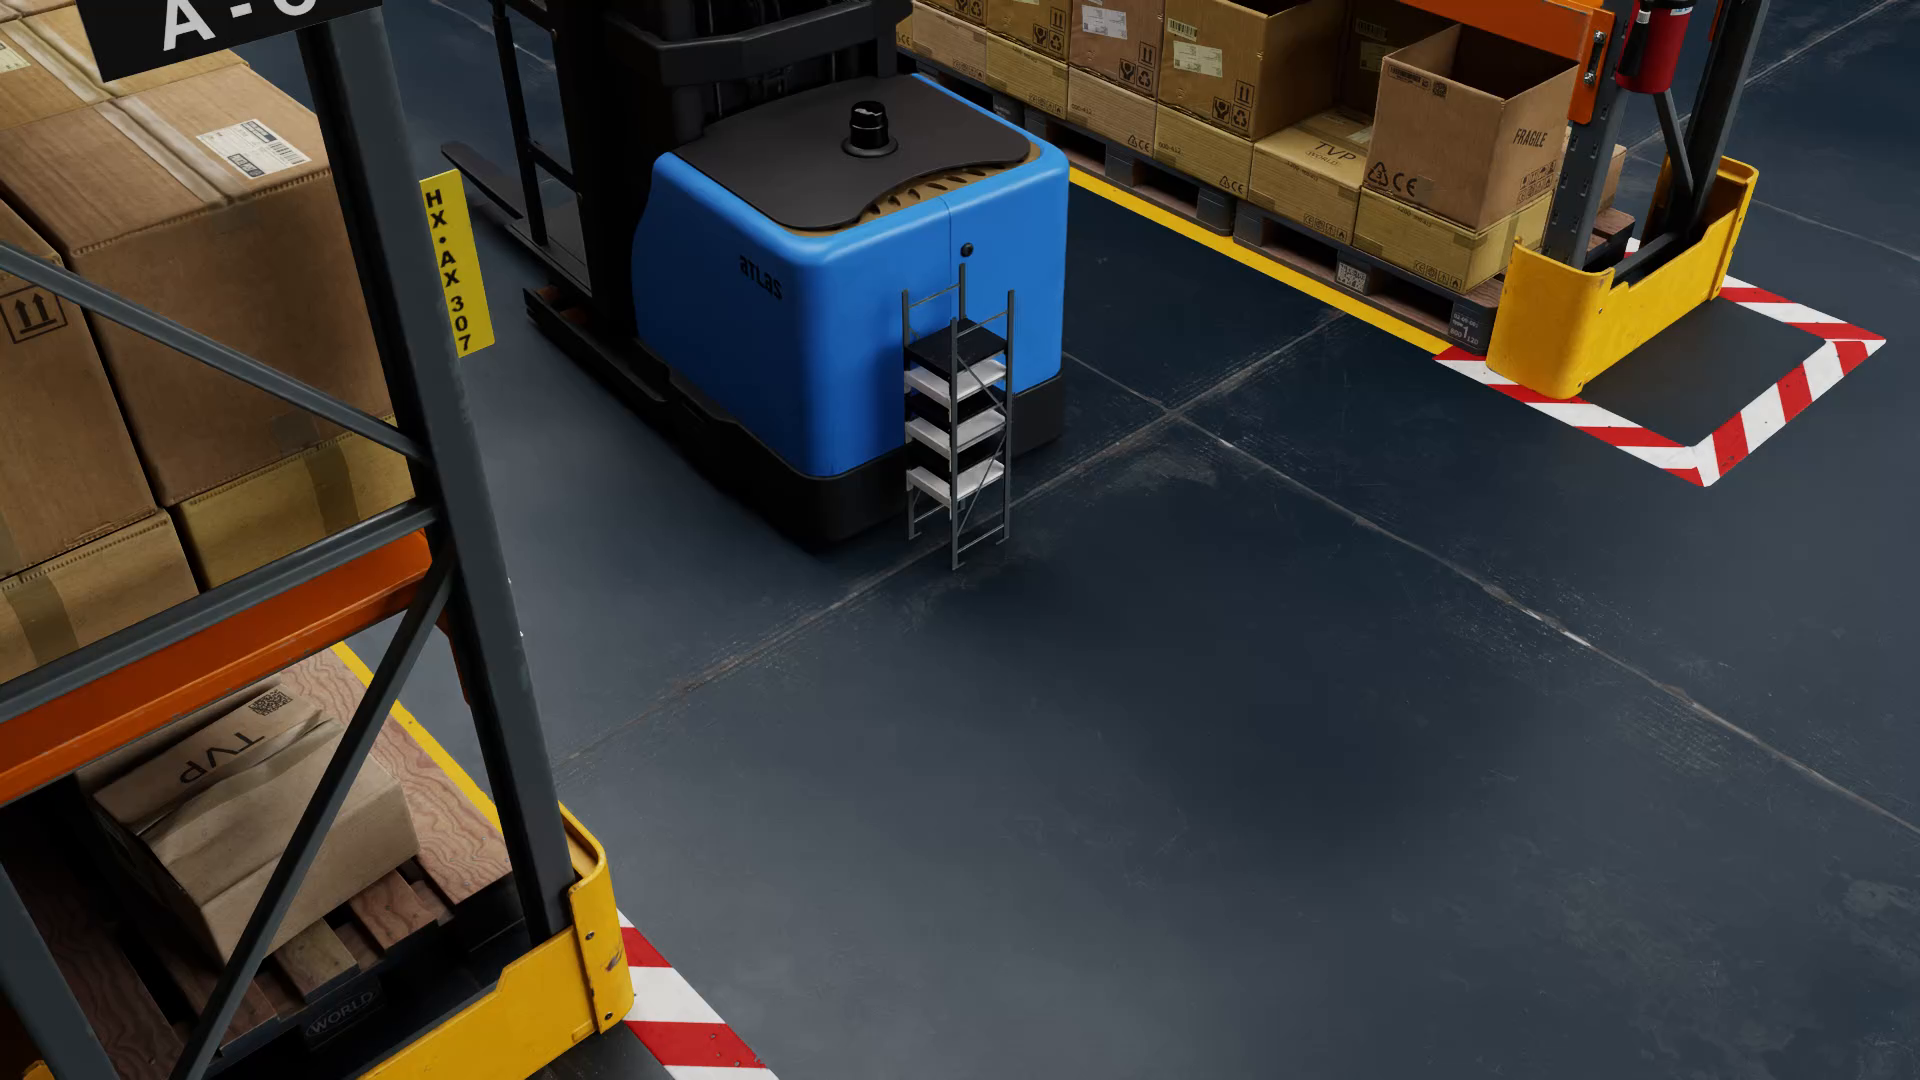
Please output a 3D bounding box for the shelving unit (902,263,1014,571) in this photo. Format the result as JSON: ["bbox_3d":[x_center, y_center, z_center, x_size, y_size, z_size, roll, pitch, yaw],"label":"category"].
[{"bbox_3d":[-0.005,-0.354,4.972,0.258,0.900,0.210,-30,48,-32],"label":"shelving unit"}]

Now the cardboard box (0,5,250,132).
[{"bbox_3d":[-1.663,-0.699,3.235,0.500,0.500,0.500,-30,48,-32],"label":"cardboard box"}]

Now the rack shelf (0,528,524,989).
[{"bbox_3d":[-2.587,-0.522,4.082,1.077,0.370,4.000,-30,48,-32],"label":"rack shelf"}]

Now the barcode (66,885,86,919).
[{"bbox_3d":[-1.943,0.798,3.657,0.001,0.075,0.075,-30,48,-32],"label":"barcode"}]

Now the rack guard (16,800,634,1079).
[{"bbox_3d":[-1.286,1.061,3.539,1.175,0.500,0.348,-30,48,-32],"label":"rack guard"}]

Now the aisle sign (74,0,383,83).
[{"bbox_3d":[-0.965,-0.982,2.009,0.394,0.787,0.004,-30,48,-32],"label":"aisle sign"}]

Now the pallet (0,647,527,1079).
[{"bbox_3d":[-1.809,0.782,4.113,1.003,0.211,1.213,-30,48,-32],"label":"pallet"}]

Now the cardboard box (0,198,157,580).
[{"bbox_3d":[-1.710,-0.245,2.673,0.500,0.500,0.500,-31,48,-32],"label":"cardboard box"}]

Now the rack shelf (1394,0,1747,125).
[{"bbox_3d":[1.059,-2.629,6.690,1.077,0.370,4.000,-30,48,-32],"label":"rack shelf"}]

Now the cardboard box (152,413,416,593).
[{"bbox_3d":[-1.331,-0.187,3.197,0.500,0.250,0.500,-31,48,-33],"label":"cardboard box"}]

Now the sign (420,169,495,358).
[{"bbox_3d":[-0.835,-0.444,2.723,0.100,0.325,0.005,-30,48,-32],"label":"sign"}]

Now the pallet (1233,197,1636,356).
[{"bbox_3d":[1.864,-1.235,6.610,1.003,0.211,1.213,-30,48,-32],"label":"pallet"}]

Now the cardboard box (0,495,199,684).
[{"bbox_3d":[-1.694,0.040,2.916,0.500,0.250,0.500,-29,47,-31],"label":"cardboard box"}]

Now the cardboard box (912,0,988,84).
[{"bbox_3d":[0.131,-2.351,7.628,0.500,0.250,0.500,-30,48,-32],"label":"cardboard box"}]

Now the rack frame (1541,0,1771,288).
[{"bbox_3d":[2.412,-1.983,5.318,1.000,3.000,0.127,-30,48,-32],"label":"rack frame"}]

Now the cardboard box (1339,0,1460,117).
[{"bbox_3d":[1.873,-1.942,6.524,0.500,0.500,0.500,-30,48,-32],"label":"cardboard box"}]

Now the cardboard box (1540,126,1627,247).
[{"bbox_3d":[2.213,-1.420,6.475,0.500,0.250,0.500,-30,48,-32],"label":"cardboard box"}]

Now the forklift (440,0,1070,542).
[{"bbox_3d":[-0.964,-2.000,5.394,1.130,2.935,3.031,-27,46,-29],"label":"forklift"}]

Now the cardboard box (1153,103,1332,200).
[{"bbox_3d":[1.145,-1.656,6.768,0.500,0.250,0.500,-30,48,-32],"label":"cardboard box"}]

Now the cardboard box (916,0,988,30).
[{"bbox_3d":[0.133,-2.644,7.394,0.500,0.500,0.500,-30,48,-32],"label":"cardboard box"}]

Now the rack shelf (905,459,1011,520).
[{"bbox_3d":[-0.005,-0.188,5.106,0.258,0.077,0.200,-30,48,-32],"label":"rack shelf"}]

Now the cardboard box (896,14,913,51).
[{"bbox_3d":[-0.203,-2.585,7.917,0.500,0.250,0.500,-30,48,-32],"label":"cardboard box"}]

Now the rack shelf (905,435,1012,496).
[{"bbox_3d":[-0.005,-0.258,5.049,0.258,0.077,0.200,-30,48,-32],"label":"rack shelf"}]

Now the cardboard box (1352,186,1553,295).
[{"bbox_3d":[1.831,-1.200,6.202,0.500,0.250,0.500,-30,48,-32],"label":"cardboard box"}]

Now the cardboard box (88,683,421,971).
[{"bbox_3d":[-1.636,0.640,3.860,0.500,0.311,0.500,29,47,31],"label":"cardboard box"}]

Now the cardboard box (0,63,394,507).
[{"bbox_3d":[-1.336,-0.466,2.947,0.500,0.500,0.500,-30,48,-32],"label":"cardboard box"}]

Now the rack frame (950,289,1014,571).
[{"bbox_3d":[0.063,-0.307,4.914,0.240,0.900,0.006,-30,48,-32],"label":"rack frame"}]

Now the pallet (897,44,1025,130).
[{"bbox_3d":[0.213,-2.364,8.009,1.003,0.211,1.213,-30,48,-32],"label":"pallet"}]

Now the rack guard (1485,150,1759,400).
[{"bbox_3d":[2.428,-1.000,6.090,1.175,0.500,0.348,-30,48,-32],"label":"rack guard"}]

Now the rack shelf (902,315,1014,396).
[{"bbox_3d":[-0.005,-0.538,4.823,0.258,0.077,0.200,-30,48,-32],"label":"rack shelf"}]

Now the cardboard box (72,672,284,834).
[{"bbox_3d":[-2.022,0.376,4.187,0.500,0.311,0.500,-26,46,-28],"label":"cardboard box"}]

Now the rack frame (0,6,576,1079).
[{"bbox_3d":[-1.235,0.124,2.710,1.000,3.000,0.127,-30,48,-32],"label":"rack frame"}]

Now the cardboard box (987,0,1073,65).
[{"bbox_3d":[0.466,-2.409,7.103,0.500,0.500,0.500,-30,48,-32],"label":"cardboard box"}]

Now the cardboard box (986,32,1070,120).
[{"bbox_3d":[0.465,-2.117,7.339,0.500,0.250,0.500,-30,48,-32],"label":"cardboard box"}]

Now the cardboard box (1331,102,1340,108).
[{"bbox_3d":[1.534,-1.881,7.046,0.500,0.250,0.500,-30,48,-32],"label":"cardboard box"}]

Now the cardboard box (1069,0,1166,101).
[{"bbox_3d":[0.805,-2.179,6.818,0.500,0.500,0.500,-30,48,-32],"label":"cardboard box"}]

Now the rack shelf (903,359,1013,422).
[{"bbox_3d":[-0.005,-0.468,4.880,0.258,0.077,0.200,-30,48,-32],"label":"rack shelf"}]

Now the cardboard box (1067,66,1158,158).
[{"bbox_3d":[0.808,-1.889,7.055,0.500,0.250,0.500,-30,48,-32],"label":"cardboard box"}]

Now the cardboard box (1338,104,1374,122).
[{"bbox_3d":[1.872,-1.649,6.759,0.500,0.250,0.500,-30,48,-32],"label":"cardboard box"}]

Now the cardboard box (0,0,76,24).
[{"bbox_3d":[-2.008,-0.941,3.534,0.500,0.500,0.500,-32,49,-33],"label":"cardboard box"}]

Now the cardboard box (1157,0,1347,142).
[{"bbox_3d":[1.143,-1.947,6.531,0.500,0.500,0.500,-30,48,-32],"label":"cardboard box"}]

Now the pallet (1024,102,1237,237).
[{"bbox_3d":[1.043,-1.799,7.309,1.003,0.211,1.213,-30,48,-32],"label":"pallet"}]

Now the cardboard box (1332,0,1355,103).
[{"bbox_3d":[1.526,-2.168,6.804,0.500,0.500,0.500,-30,48,-32],"label":"cardboard box"}]

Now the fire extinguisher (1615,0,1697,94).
[{"bbox_3d":[2.149,-1.701,5.030,0.296,0.674,0.183,-30,48,-32],"label":"fire extinguisher"}]

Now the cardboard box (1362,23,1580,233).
[{"bbox_3d":[1.830,-1.490,5.965,0.500,0.500,0.500,-30,48,-32],"label":"cardboard box"}]

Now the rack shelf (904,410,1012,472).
[{"bbox_3d":[-0.005,-0.328,4.993,0.258,0.077,0.200,-30,48,-32],"label":"rack shelf"}]

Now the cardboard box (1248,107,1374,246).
[{"bbox_3d":[1.484,-1.426,6.482,0.500,0.250,0.500,-30,48,-32],"label":"cardboard box"}]

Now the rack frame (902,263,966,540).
[{"bbox_3d":[-0.074,-0.401,5.030,0.240,0.900,0.006,-30,48,-32],"label":"rack frame"}]

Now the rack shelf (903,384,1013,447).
[{"bbox_3d":[-0.005,-0.398,4.936,0.258,0.077,0.200,-30,48,-32],"label":"rack shelf"}]
